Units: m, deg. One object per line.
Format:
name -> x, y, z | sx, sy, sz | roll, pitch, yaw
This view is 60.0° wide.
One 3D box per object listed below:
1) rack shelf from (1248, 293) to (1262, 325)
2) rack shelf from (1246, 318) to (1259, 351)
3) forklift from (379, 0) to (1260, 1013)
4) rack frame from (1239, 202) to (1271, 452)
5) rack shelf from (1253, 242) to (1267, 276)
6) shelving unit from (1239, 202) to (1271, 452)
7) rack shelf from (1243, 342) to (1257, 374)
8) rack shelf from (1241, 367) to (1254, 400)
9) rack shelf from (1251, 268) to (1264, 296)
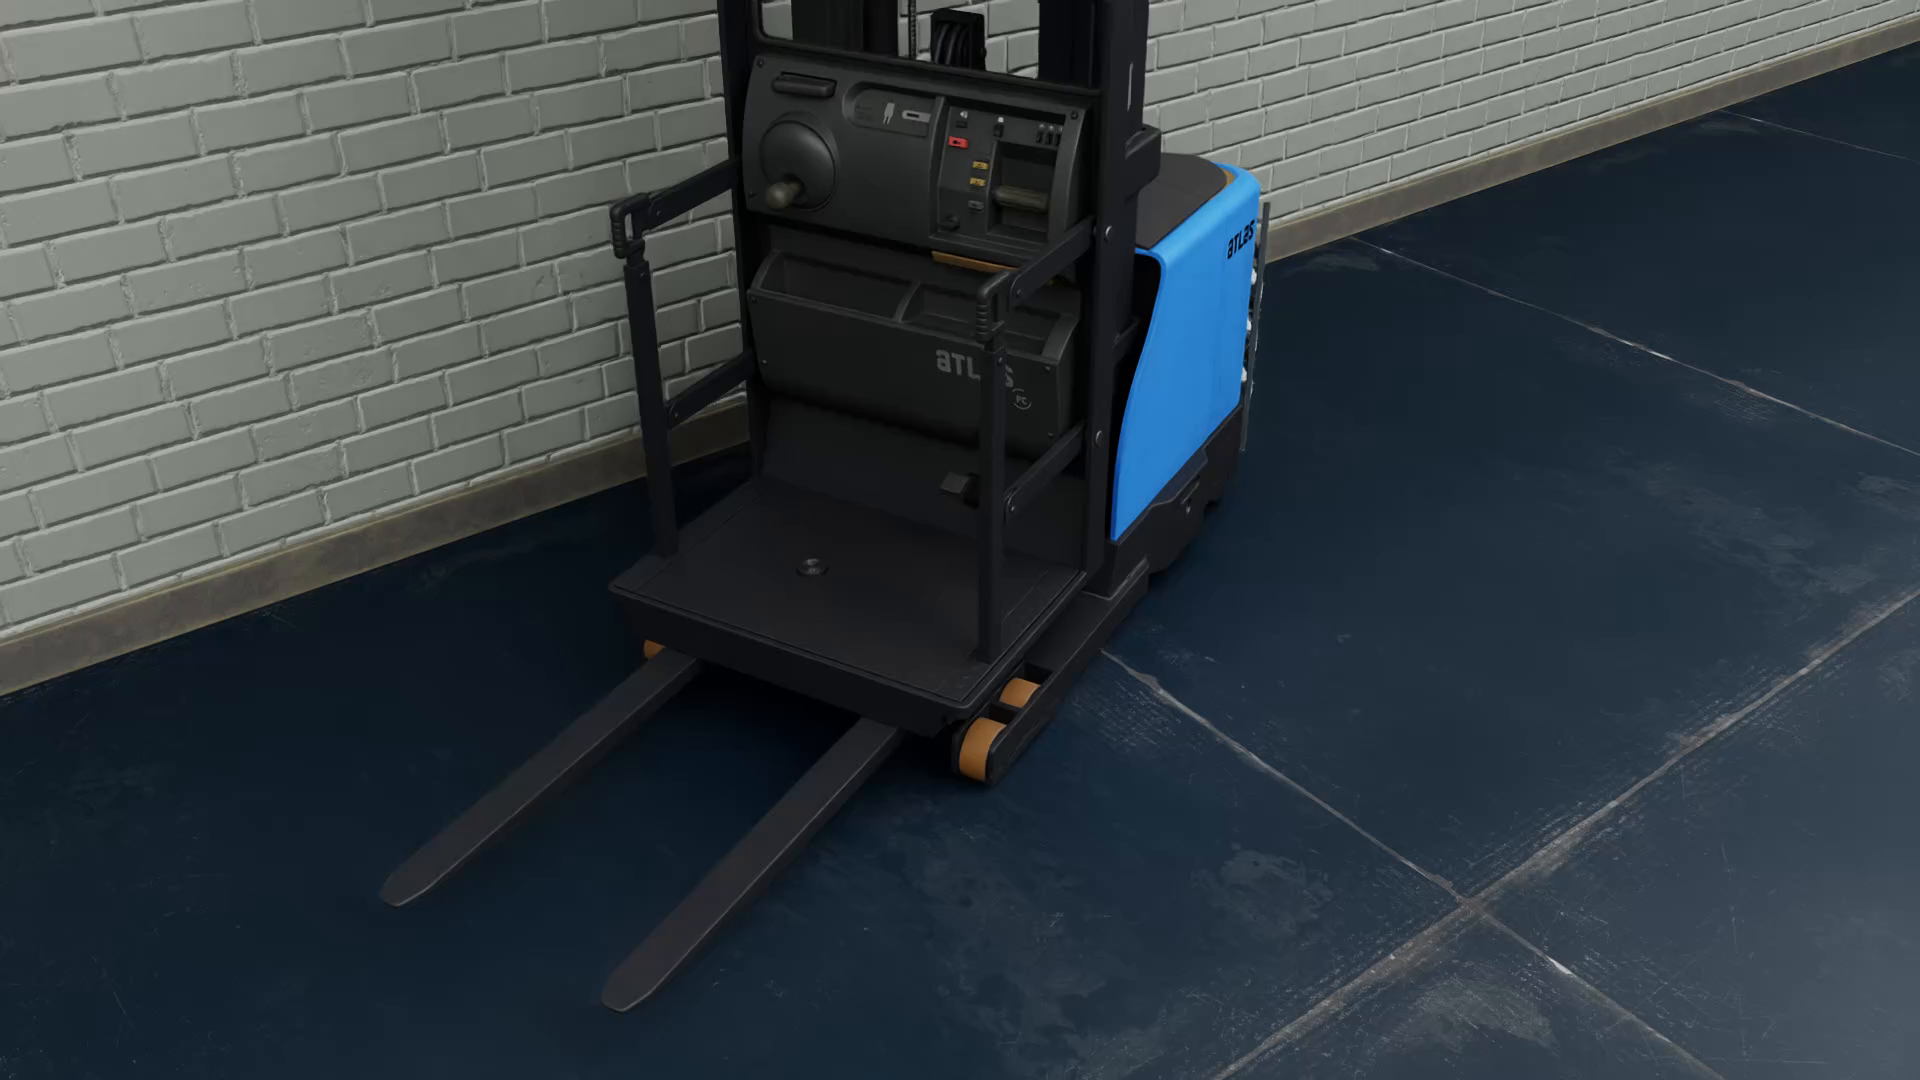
rack shelf -> 0.852, -0.783, 5.550 | 0.258, 0.077, 0.200 | -4, 32, -6
rack shelf -> 0.852, -0.707, 5.598 | 0.258, 0.077, 0.200 | -4, 32, -6
forklift -> -0.232, -0.898, 3.918 | 1.130, 2.935, 3.031 | 16, 35, 24
rack frame -> 0.865, -0.682, 5.495 | 0.240, 0.900, 0.006 | -4, 32, -6
rack shelf -> 0.852, -0.936, 5.455 | 0.258, 0.077, 0.200 | -4, 32, -6
shelving unit -> 0.852, -0.735, 5.580 | 0.258, 0.900, 0.210 | -4, 32, -6
rack shelf -> 0.852, -0.630, 5.645 | 0.258, 0.077, 0.200 | -4, 32, -6
rack shelf -> 0.852, -0.554, 5.693 | 0.258, 0.077, 0.200 | -4, 32, -6
rack shelf -> 0.852, -0.860, 5.503 | 0.258, 0.077, 0.200 | -4, 32, -6
